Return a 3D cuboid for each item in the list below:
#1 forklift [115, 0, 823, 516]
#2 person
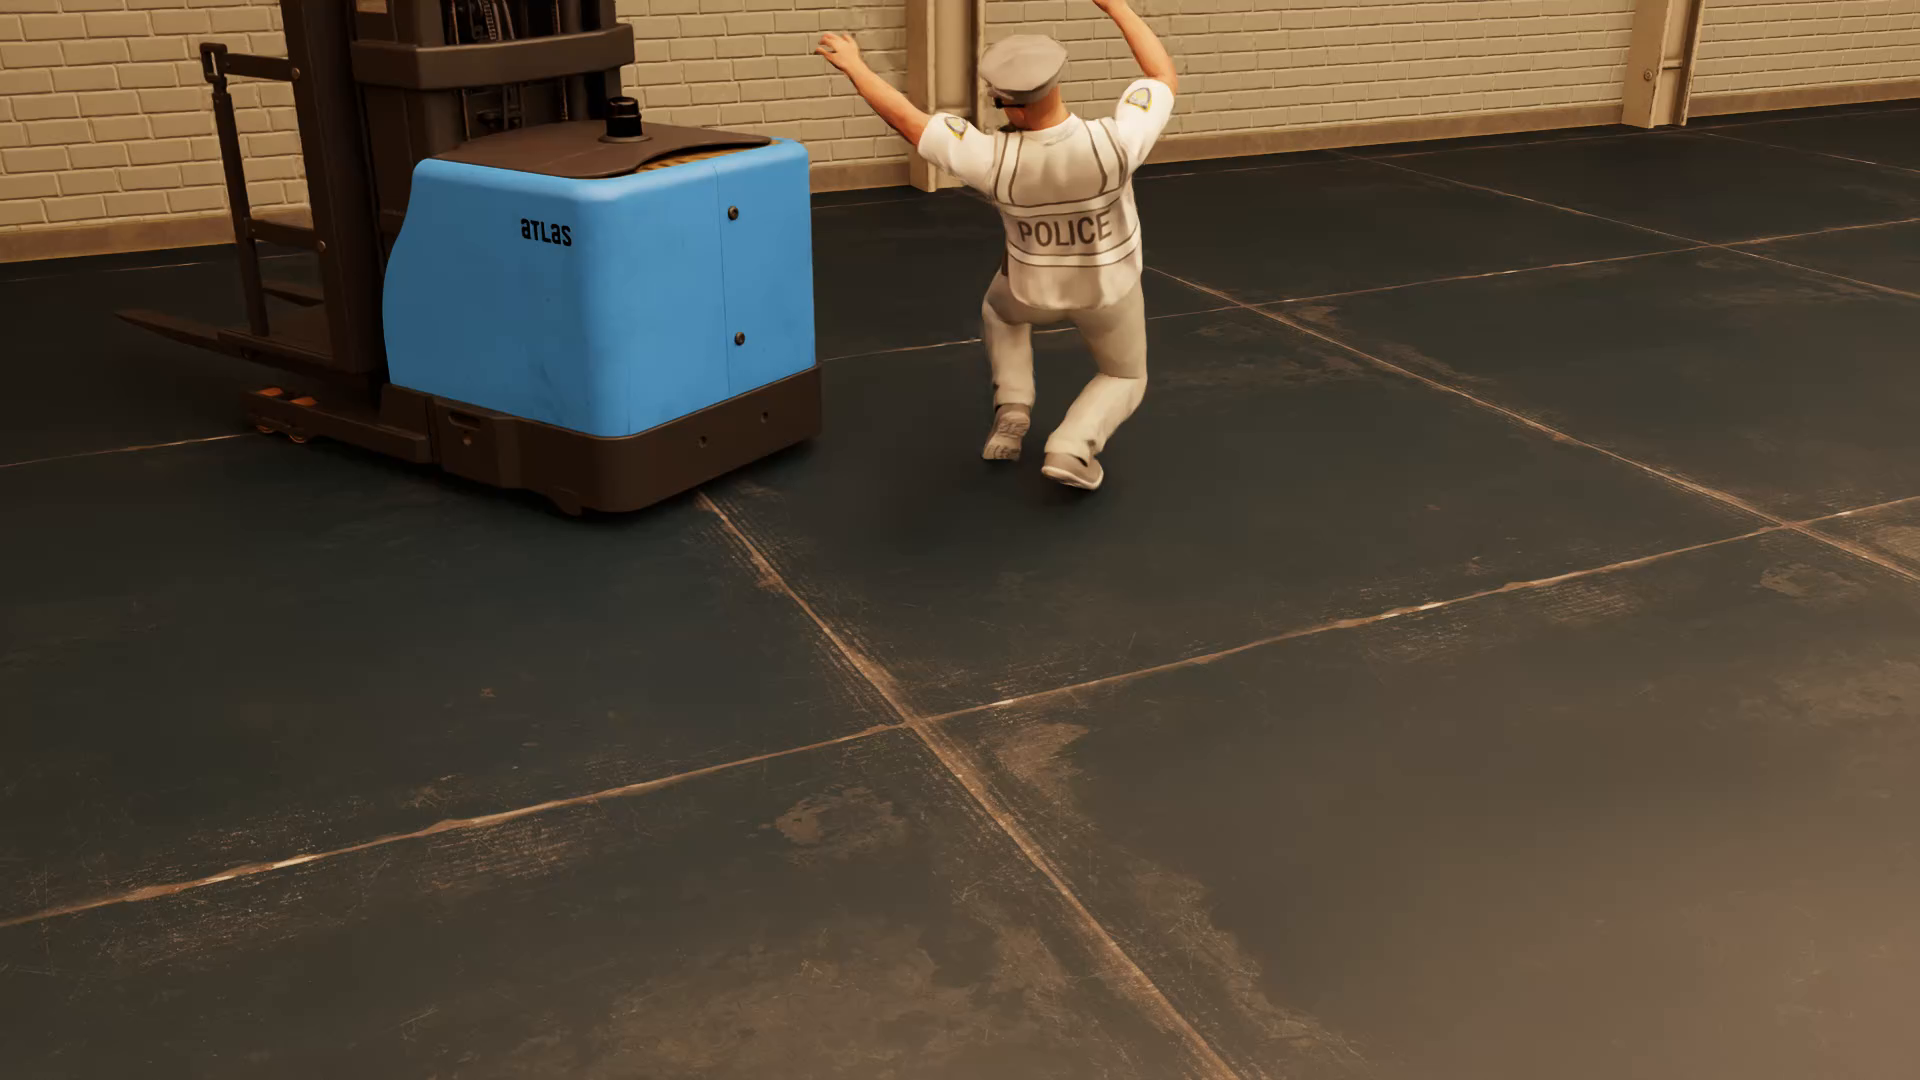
[{"bbox_3d":[-1.990,-1.848,5.736,3.031,2.935,1.130,15,27,31],"label":"forklift"},{"bbox_3d":[0.123,-0.961,5.340,1.098,1.680,0.865,5,23,13],"label":"person"}]
